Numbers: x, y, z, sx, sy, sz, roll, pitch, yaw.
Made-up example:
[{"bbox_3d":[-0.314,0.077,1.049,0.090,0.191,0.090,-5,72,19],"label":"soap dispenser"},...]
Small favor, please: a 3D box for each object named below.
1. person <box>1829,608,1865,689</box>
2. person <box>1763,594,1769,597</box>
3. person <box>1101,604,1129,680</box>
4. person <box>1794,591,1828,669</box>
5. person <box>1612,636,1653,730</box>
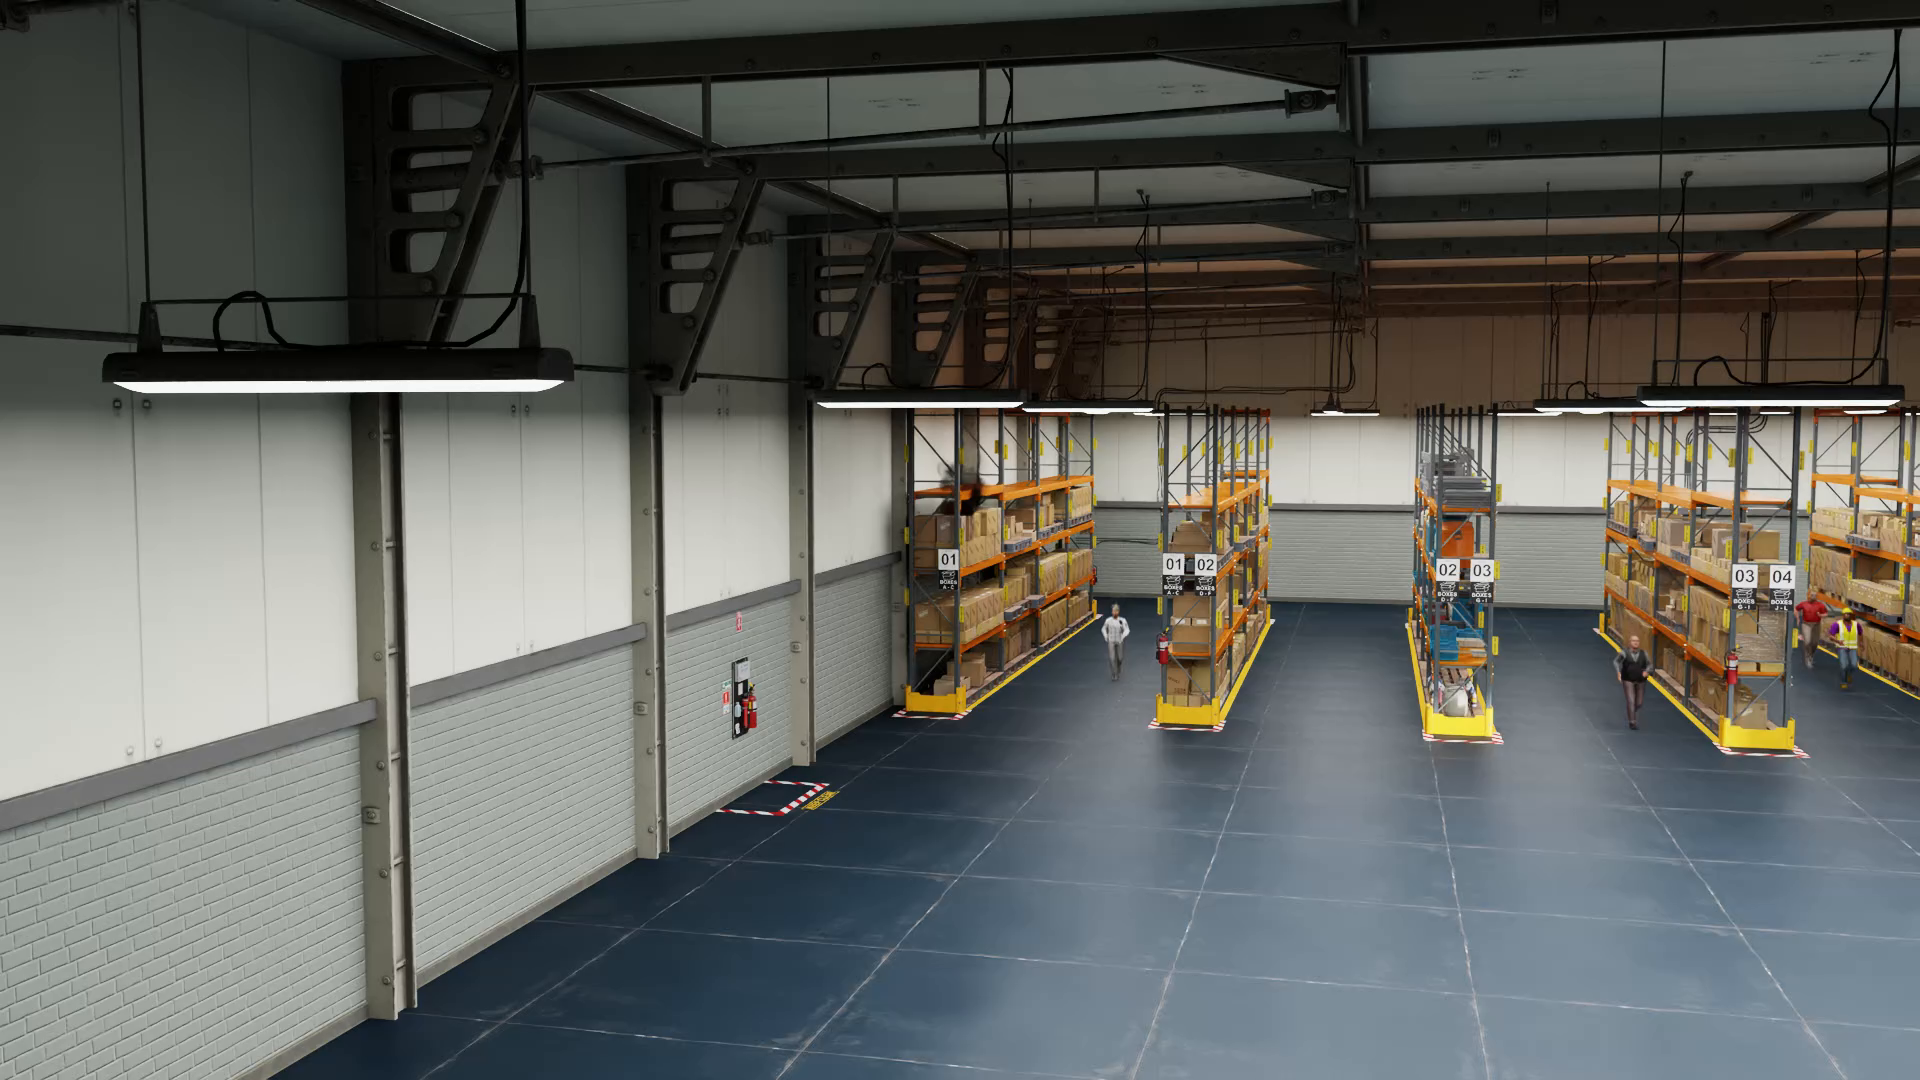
[{"bbox_3d":[18.793,2.299,35.226,0.698,1.723,0.579,1,4,14],"label":"person"},{"bbox_3d":[20.380,1.865,41.880,0.723,1.638,0.802,2,5,23],"label":"person"},{"bbox_3d":[3.418,2.231,36.622,0.615,1.647,0.589,0,4,6],"label":"person"},{"bbox_3d":[19.691,2.047,38.450,0.652,1.753,0.932,1,4,13],"label":"person"},{"bbox_3d":[12.453,2.621,30.778,0.684,1.696,0.908,1,4,9],"label":"person"}]
